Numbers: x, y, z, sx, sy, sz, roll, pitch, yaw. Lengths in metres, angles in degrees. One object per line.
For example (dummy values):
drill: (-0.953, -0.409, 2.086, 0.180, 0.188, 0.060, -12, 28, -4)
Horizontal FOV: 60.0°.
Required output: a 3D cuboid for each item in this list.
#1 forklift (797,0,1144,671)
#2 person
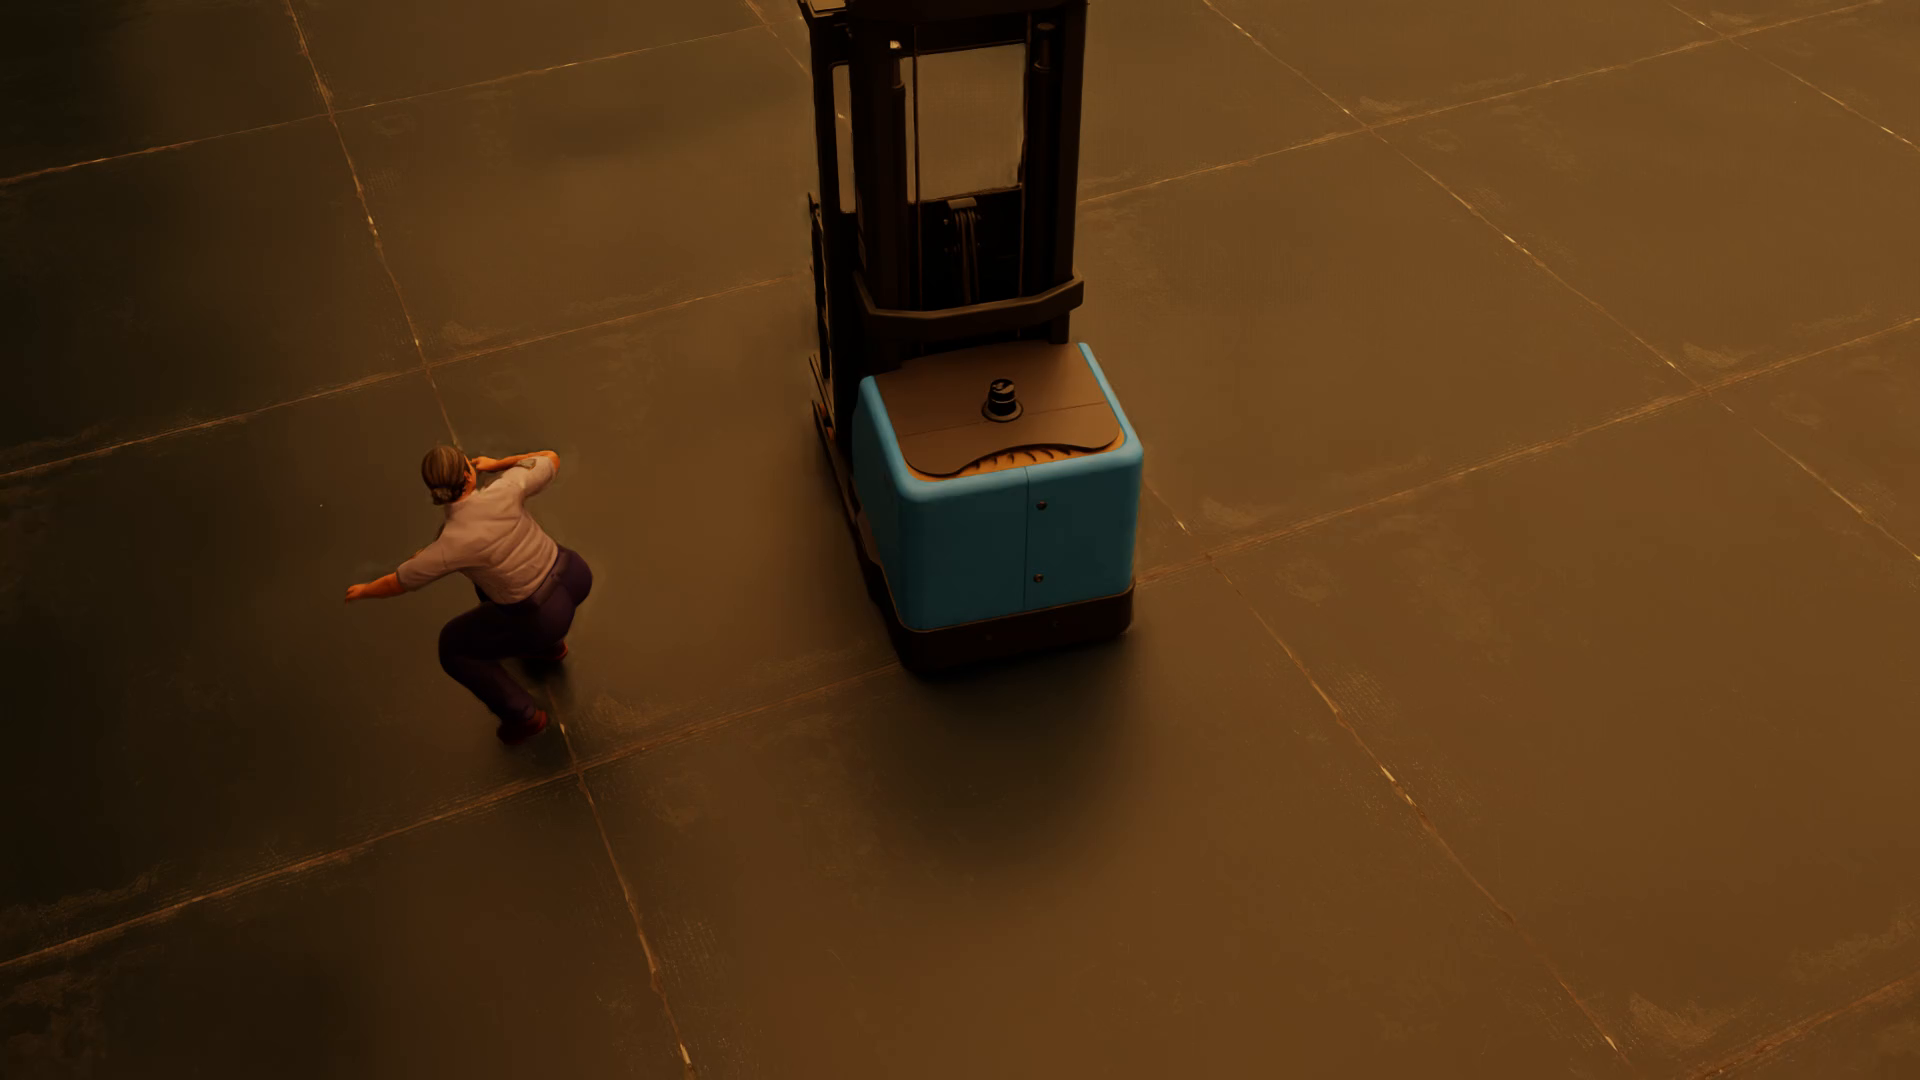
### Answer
forklift: (-0.112, -1.531, 7.321, 1.130, 2.935, 3.031, -10, 44, -11)
person: (-1.926, 0.140, 6.688, 0.882, 1.390, 0.739, 15, 45, 16)
